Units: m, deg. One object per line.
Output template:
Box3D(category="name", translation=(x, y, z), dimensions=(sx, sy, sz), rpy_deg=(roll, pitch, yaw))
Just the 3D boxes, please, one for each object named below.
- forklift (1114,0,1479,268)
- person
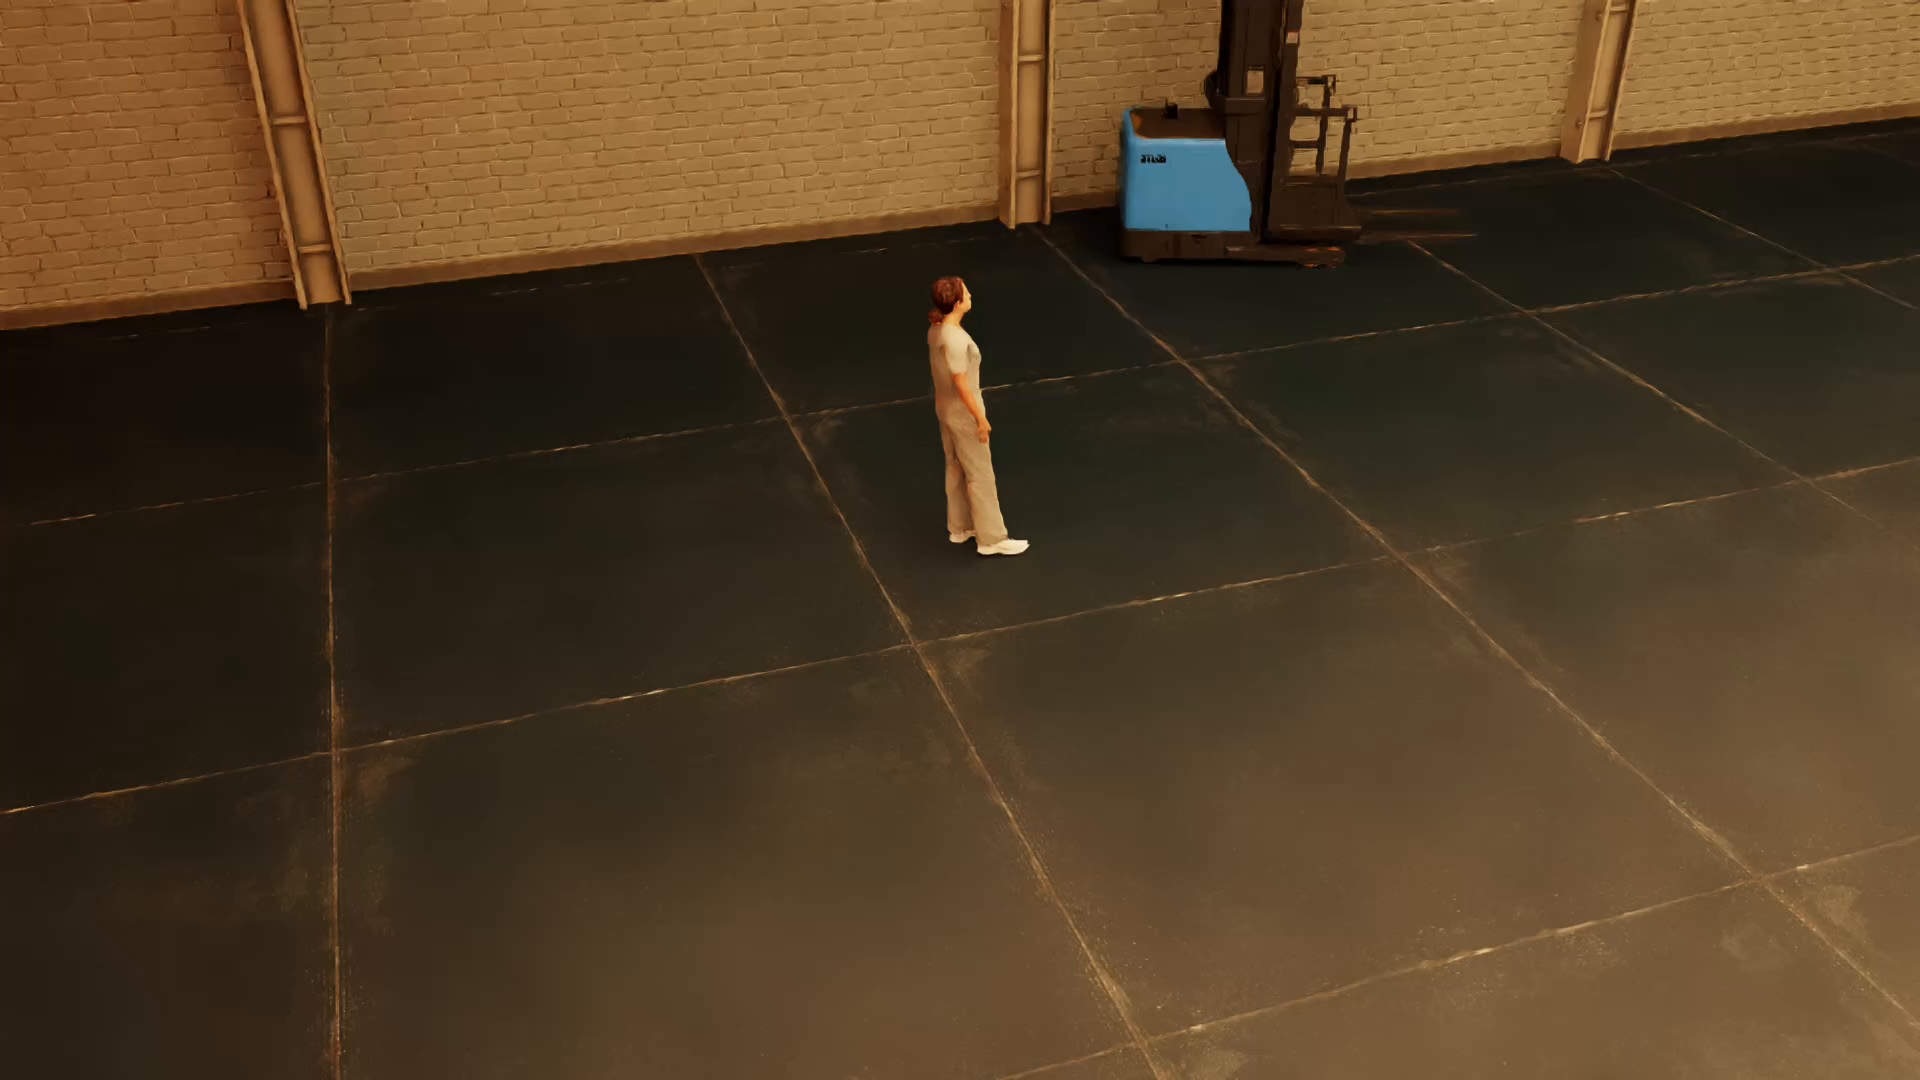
Box3D(category="forklift", translation=(2.883, -3.837, 13.755), dimensions=(3.031, 2.935, 1.130), rpy_deg=(1, 30, 1))
Box3D(category="person", translation=(0.074, -0.738, 9.614), dimensions=(0.548, 1.674, 0.550), rpy_deg=(-10, 31, -16))
